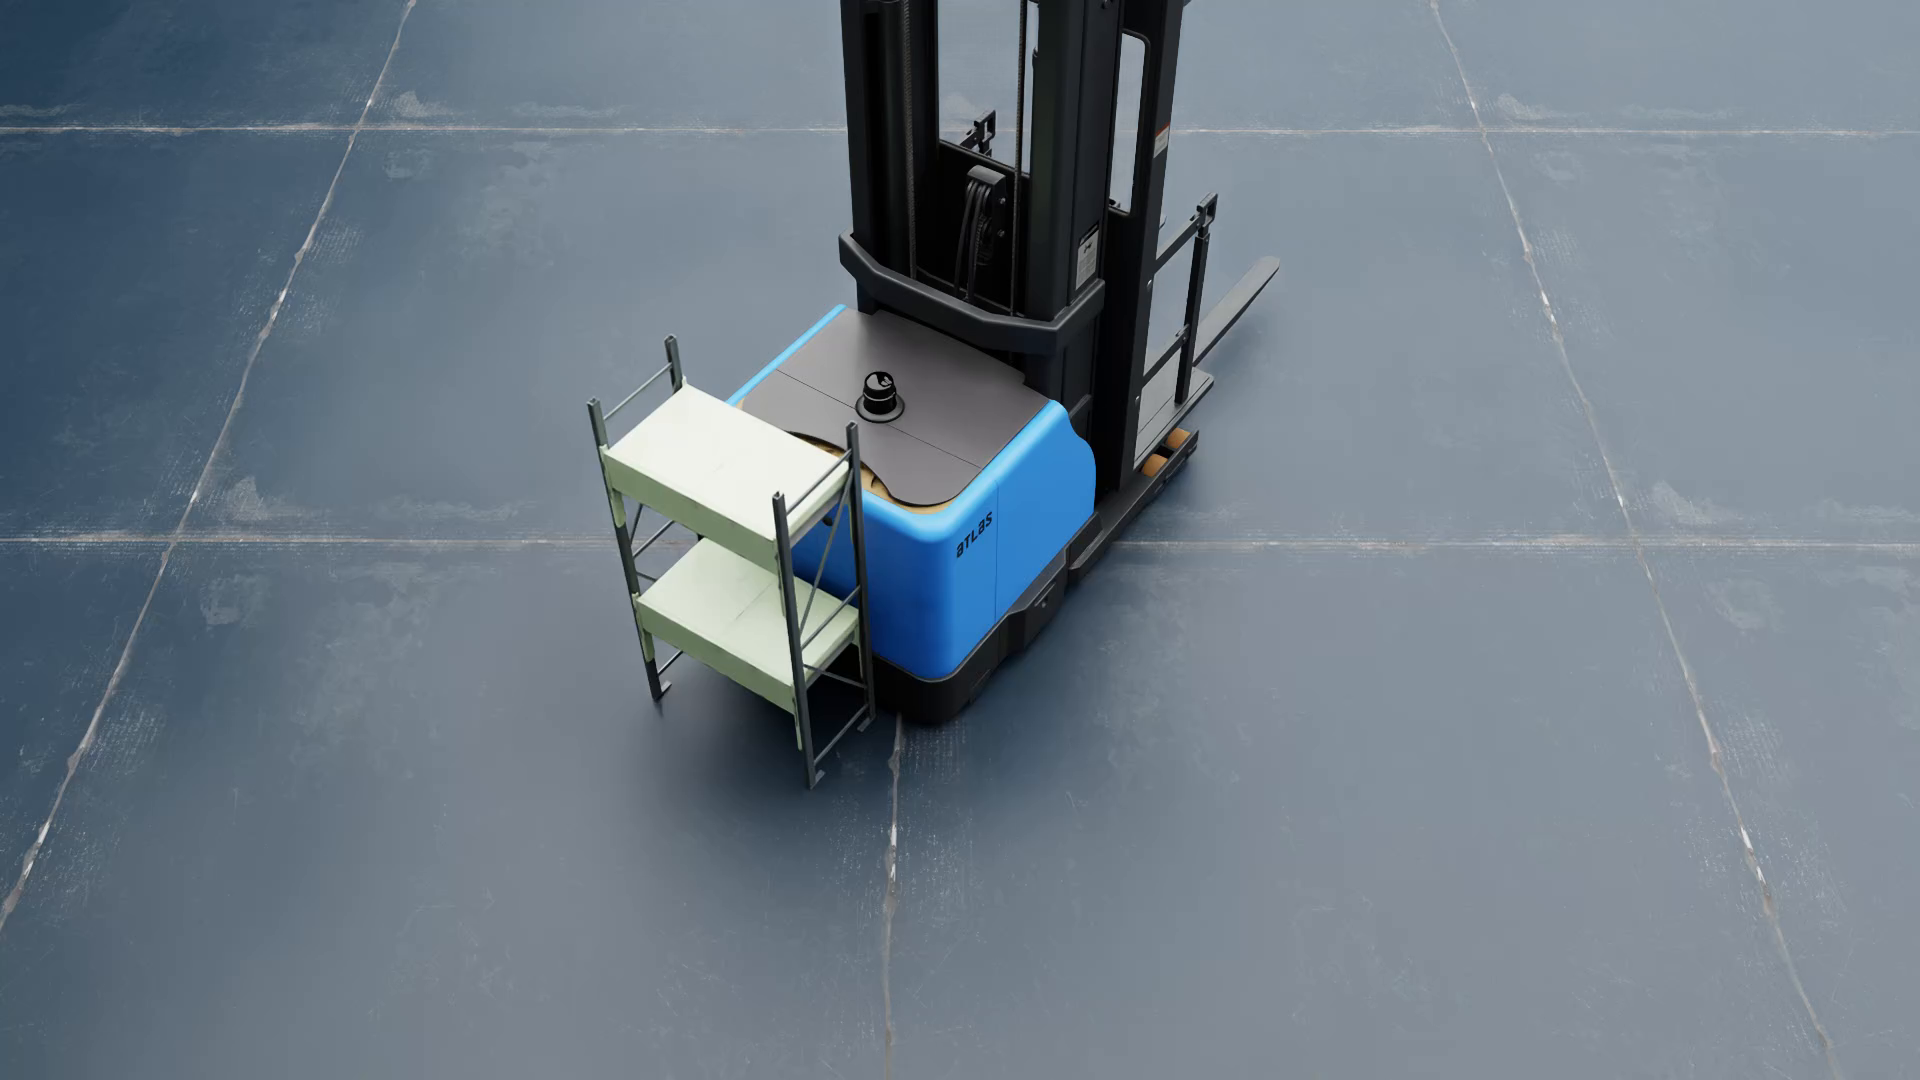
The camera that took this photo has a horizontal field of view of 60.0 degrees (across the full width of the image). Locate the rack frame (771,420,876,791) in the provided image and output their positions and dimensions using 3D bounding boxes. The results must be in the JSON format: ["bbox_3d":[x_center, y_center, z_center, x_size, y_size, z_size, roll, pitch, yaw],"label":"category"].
[{"bbox_3d":[-0.435,0.267,5.558,0.023,1.500,0.400,26,52,22],"label":"rack frame"}]

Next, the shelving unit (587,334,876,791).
[{"bbox_3d":[15.690,-0.577,6.344,26.925,1.500,20.390,26,52,22],"label":"shelving unit"}]

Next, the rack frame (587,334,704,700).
[{"bbox_3d":[-1.042,-0.033,5.837,0.023,1.500,0.400,26,52,22],"label":"rack frame"}]

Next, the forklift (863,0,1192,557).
[{"bbox_3d":[19.596,-3.743,4.159,32.329,9.011,25.350,27,53,23],"label":"forklift"}]

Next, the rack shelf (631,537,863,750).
[{"bbox_3d":[15.698,-0.270,6.667,26.908,0.609,20.390,26,52,22],"label":"rack shelf"}]

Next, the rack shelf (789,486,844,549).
[{"bbox_3d":[-0.739,-0.198,5.360,0.664,0.071,0.332,26,52,22],"label":"rack shelf"}]
